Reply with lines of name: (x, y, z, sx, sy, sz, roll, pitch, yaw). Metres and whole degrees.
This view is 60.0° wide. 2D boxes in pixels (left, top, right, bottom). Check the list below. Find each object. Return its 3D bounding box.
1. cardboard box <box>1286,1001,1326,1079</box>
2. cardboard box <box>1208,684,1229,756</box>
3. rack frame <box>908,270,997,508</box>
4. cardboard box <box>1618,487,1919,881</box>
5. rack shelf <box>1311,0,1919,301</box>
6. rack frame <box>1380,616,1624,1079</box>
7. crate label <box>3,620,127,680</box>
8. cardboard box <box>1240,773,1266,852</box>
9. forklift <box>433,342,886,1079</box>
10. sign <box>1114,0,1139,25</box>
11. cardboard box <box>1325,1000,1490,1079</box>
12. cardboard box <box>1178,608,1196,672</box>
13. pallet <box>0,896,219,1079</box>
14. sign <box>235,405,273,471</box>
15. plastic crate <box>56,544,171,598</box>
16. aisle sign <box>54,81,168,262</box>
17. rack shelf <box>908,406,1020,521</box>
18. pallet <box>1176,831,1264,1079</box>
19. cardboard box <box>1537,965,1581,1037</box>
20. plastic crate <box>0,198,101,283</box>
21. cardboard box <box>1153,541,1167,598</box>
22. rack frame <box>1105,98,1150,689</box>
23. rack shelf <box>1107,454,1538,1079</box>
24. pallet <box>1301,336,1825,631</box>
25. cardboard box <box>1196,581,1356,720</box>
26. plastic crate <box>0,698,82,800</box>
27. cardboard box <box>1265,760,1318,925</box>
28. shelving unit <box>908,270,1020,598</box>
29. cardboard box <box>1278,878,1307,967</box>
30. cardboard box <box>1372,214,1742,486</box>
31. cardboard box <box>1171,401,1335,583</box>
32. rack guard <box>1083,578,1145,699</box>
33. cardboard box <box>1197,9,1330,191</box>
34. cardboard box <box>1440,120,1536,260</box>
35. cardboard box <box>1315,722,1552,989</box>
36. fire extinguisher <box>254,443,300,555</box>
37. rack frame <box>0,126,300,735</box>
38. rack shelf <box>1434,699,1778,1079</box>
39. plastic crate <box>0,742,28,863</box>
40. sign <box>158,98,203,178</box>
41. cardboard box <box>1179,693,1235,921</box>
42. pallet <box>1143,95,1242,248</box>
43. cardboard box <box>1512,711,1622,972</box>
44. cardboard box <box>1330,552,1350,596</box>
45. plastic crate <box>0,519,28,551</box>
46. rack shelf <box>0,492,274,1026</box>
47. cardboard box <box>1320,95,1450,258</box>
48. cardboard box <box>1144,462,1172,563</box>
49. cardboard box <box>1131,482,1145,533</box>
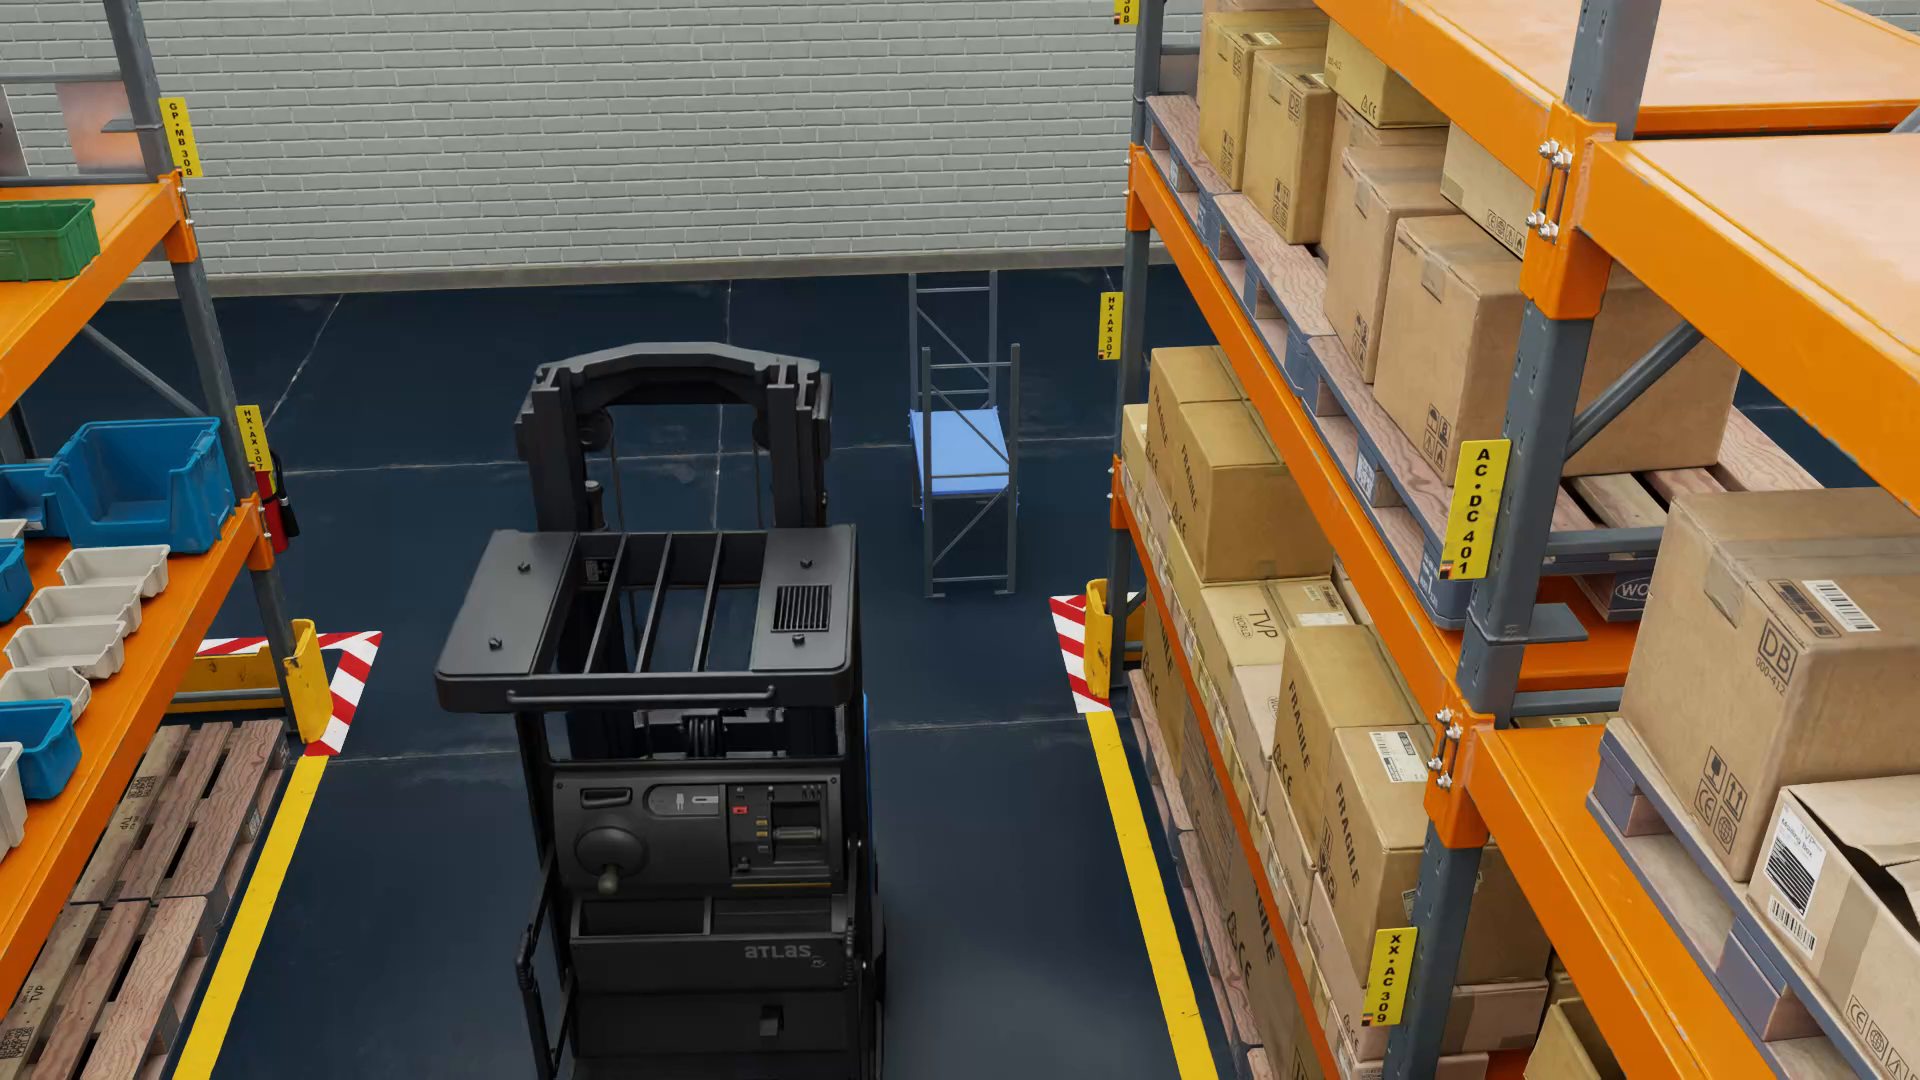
cardboard box: (1.626, 1.848, 5.393, 0.875, 0.875, 0.875, -3, 31, -5)
cardboard box: (1.111, 0.639, 6.001, 0.380, 0.149, 0.250, -2, 31, -4)
rack frame: (-0.040, -0.860, 9.727, 0.500, 1.500, 0.032, -3, 31, -5)
cardboard box: (1.673, 0.242, 2.988, 0.700, 0.500, 0.500, -2, 31, -3)
rack shelf: (1.422, -1.659, 4.844, 1.077, 0.370, 4.000, -3, 31, -5)
rack frame: (1.608, 1.457, 4.386, 1.000, 3.000, 0.127, -3, 31, -5)
crate label: (-3.377, 0.437, 6.292, 0.396, 0.136, 0.243, -3, 31, -5)
cardboard box: (1.157, 0.900, 5.564, 0.380, 0.149, 0.250, -2, 31, -4)
forklift: (-0.840, 0.997, 5.223, 1.130, 2.935, 3.031, -1, 31, -1)
sign: (0.682, -2.258, 6.752, 0.100, 0.325, 0.005, -3, 31, -5)
cardboard box: (1.254, 1.425, 4.684, 0.380, 0.149, 0.250, -3, 31, -4)
cardboard box: (1.062, 0.376, 6.440, 0.380, 0.149, 0.250, -3, 31, -5)
pallet: (-3.547, 1.894, 6.374, 1.003, 0.211, 1.213, -3, 31, -5)
sign: (-3.150, -0.452, 7.424, 0.100, 0.325, 0.005, -3, 31, -5)
plastic crate: (-3.440, 0.147, 6.777, 0.396, 0.136, 0.243, -3, 31, -5)
aisle sign: (-3.412, -1.515, 6.826, 0.394, 0.787, 0.004, -3, 31, -5)
rack shelf: (0.008, -0.446, 9.385, 0.538, 0.185, 1.000, -3, 31, -5)
pallet: (1.498, 1.638, 6.802, 1.003, 0.211, 1.213, -3, 31, -5)
cardboard box: (1.825, 1.141, 4.770, 0.500, 0.250, 0.500, -3, 31, -5)
plastic crate: (-3.320, -1.055, 5.872, 0.450, 0.188, 0.336, -3, 31, -5)
cardboard box: (1.015, 0.115, 6.878, 0.380, 0.149, 0.250, -3, 31, -5)
rack frame: (1.235, -0.585, 7.805, 1.000, 3.000, 0.127, -3, 31, -5)
rack shelf: (1.422, 0.745, 6.280, 1.077, 0.370, 4.000, -3, 31, -5)
pallet: (1.542, -0.211, 4.339, 1.003, 0.211, 1.213, -3, 31, -5)
cardboard box: (1.163, 0.398, 6.016, 0.500, 0.250, 0.500, -3, 31, -6)
plastic crate: (-3.249, 0.735, 5.700, 0.416, 0.233, 0.300, -3, 31, -5)
cardboard box: (1.255, 0.917, 5.146, 0.500, 0.250, 0.500, -2, 31, -3)
shelving unit: (0.008, -0.600, 9.293, 0.538, 1.500, 1.048, -3, 31, -5)
cardboard box: (1.206, 1.163, 5.124, 0.380, 0.149, 0.250, -3, 31, -5)
cardboard box: (1.476, -0.493, 4.122, 0.700, 0.500, 0.500, -5, 31, -8)
cardboard box: (1.112, -0.193, 6.273, 0.500, 0.500, 0.500, -4, 31, -6)
rack guard: (1.233, 0.476, 8.466, 1.175, 0.500, 0.348, -3, 31, -5)
cardboard box: (1.269, -1.583, 5.946, 0.700, 0.500, 0.500, -4, 31, -6)
cardboard box: (1.527, -0.899, 4.070, 0.500, 0.250, 0.500, -5, 31, -8)
cardboard box: (1.299, 0.850, 4.527, 0.500, 0.500, 0.500, -2, 31, -3)
fire extinguisher: (-3.258, -0.253, 7.688, 0.296, 0.674, 0.183, -3, 31, -5)
rack frame: (-3.697, -0.348, 7.407, 1.000, 3.000, 0.127, -3, 31, -5)
rack shelf: (1.795, 1.499, 2.091, 1.077, 0.370, 4.000, -3, 31, -5)
plastic crate: (-3.282, 0.931, 5.323, 0.437, 0.282, 0.530, -3, 31, -5)
sign: (-3.150, -1.625, 6.723, 0.100, 0.325, 0.005, -3, 31, -5)
cardboard box: (1.459, 0.934, 6.923, 0.875, 0.875, 0.875, -3, 31, -5)
pallet: (1.314, -1.456, 6.425, 1.003, 0.211, 1.213, -3, 31, -5)
cardboard box: (1.818, 0.815, 4.585, 0.500, 0.500, 0.500, -3, 31, -5)
cardboard box: (1.639, 0.105, 6.505, 0.500, 0.250, 0.500, -4, 31, -6)
plastic crate: (-4.054, 0.049, 6.941, 0.250, 0.136, 0.298, -3, 31, -5)
rack shelf: (-3.510, 0.982, 5.882, 1.077, 0.370, 4.000, -3, 31, -5)
cardboard box: (1.522, -1.042, 5.040, 0.700, 0.500, 0.500, -1, 31, -2)
cardboard box: (1.066, -0.125, 6.891, 0.500, 0.250, 0.500, -3, 31, -5)
cardboard box: (0.965, -0.149, 7.320, 0.380, 0.149, 0.250, -3, 31, -5)
